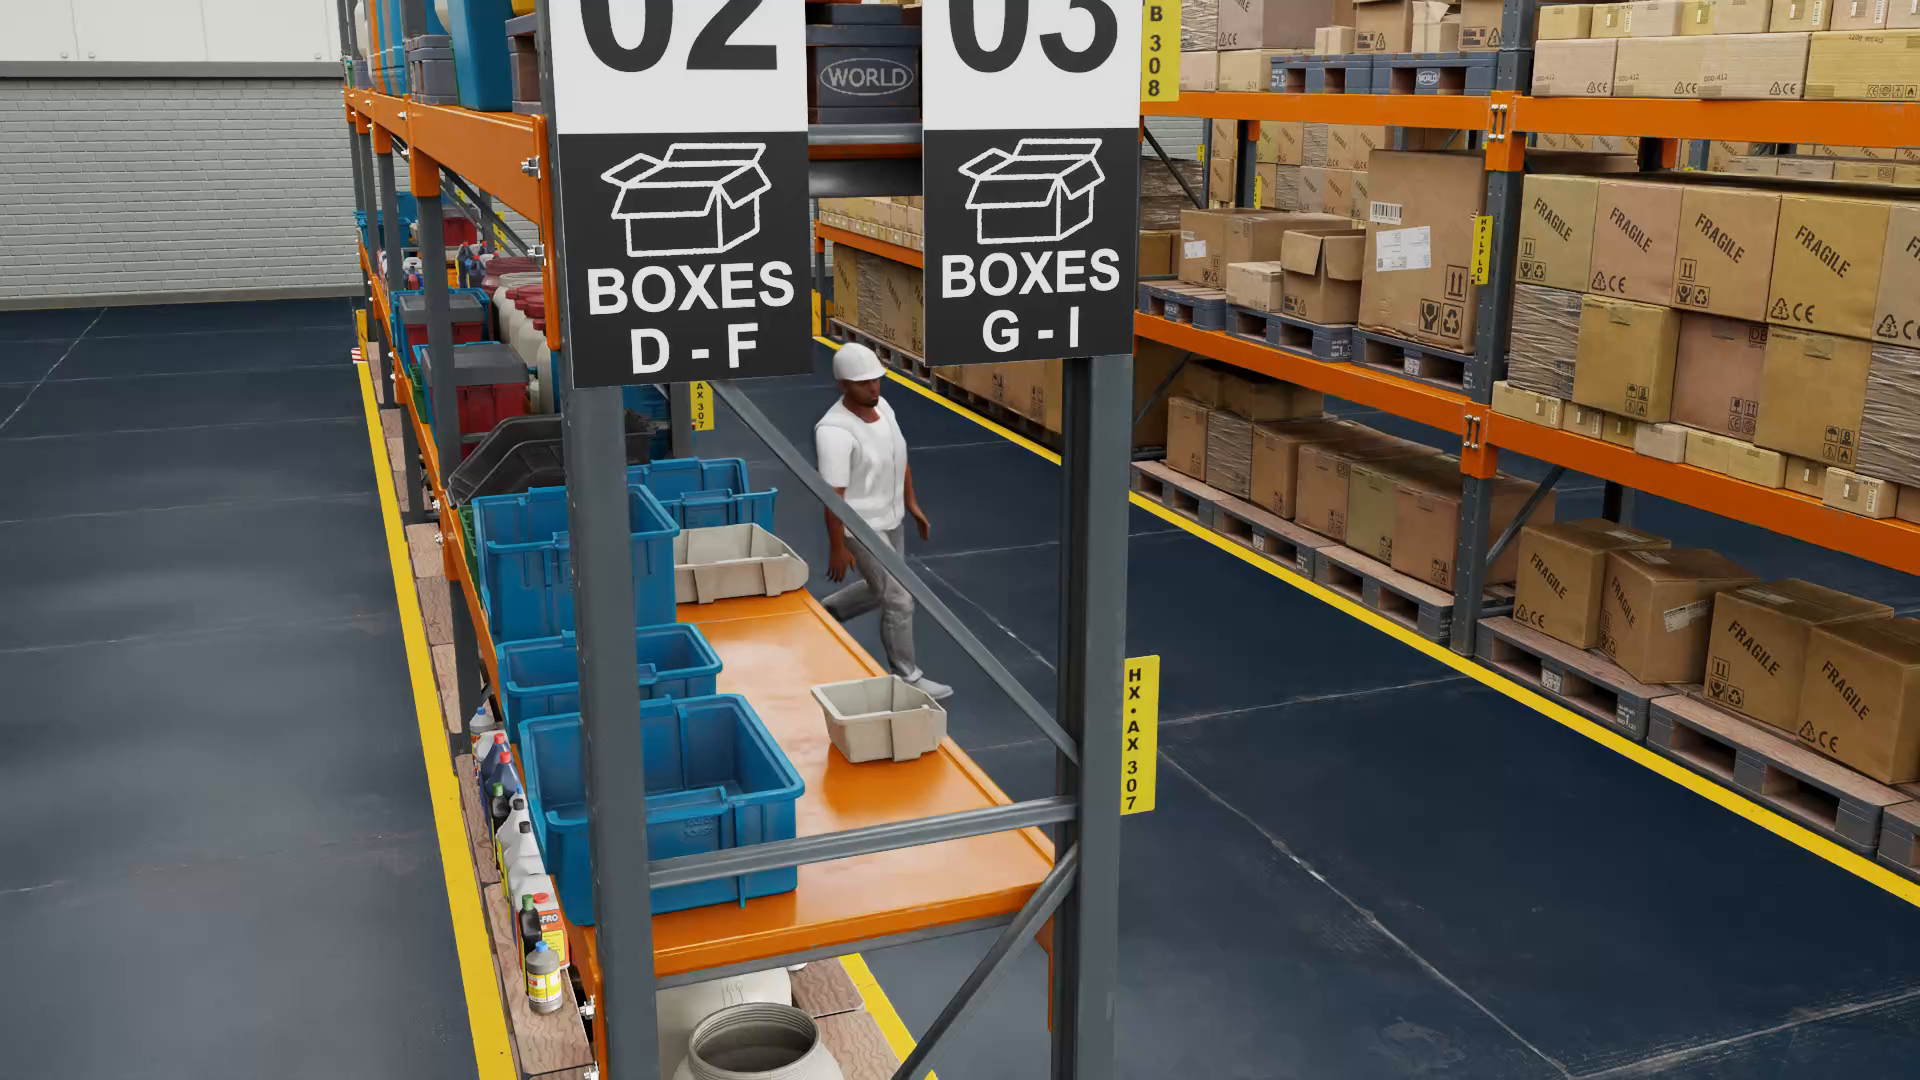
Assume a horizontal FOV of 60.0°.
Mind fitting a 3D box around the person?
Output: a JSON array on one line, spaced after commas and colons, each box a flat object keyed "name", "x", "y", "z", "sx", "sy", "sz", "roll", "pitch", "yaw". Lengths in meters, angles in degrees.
[{"name": "person", "x": -0.462, "y": -0.079, "z": 7.777, "sx": 0.879, "sy": 1.730, "sz": 0.645, "roll": 7, "pitch": 17, "yaw": 22}]
